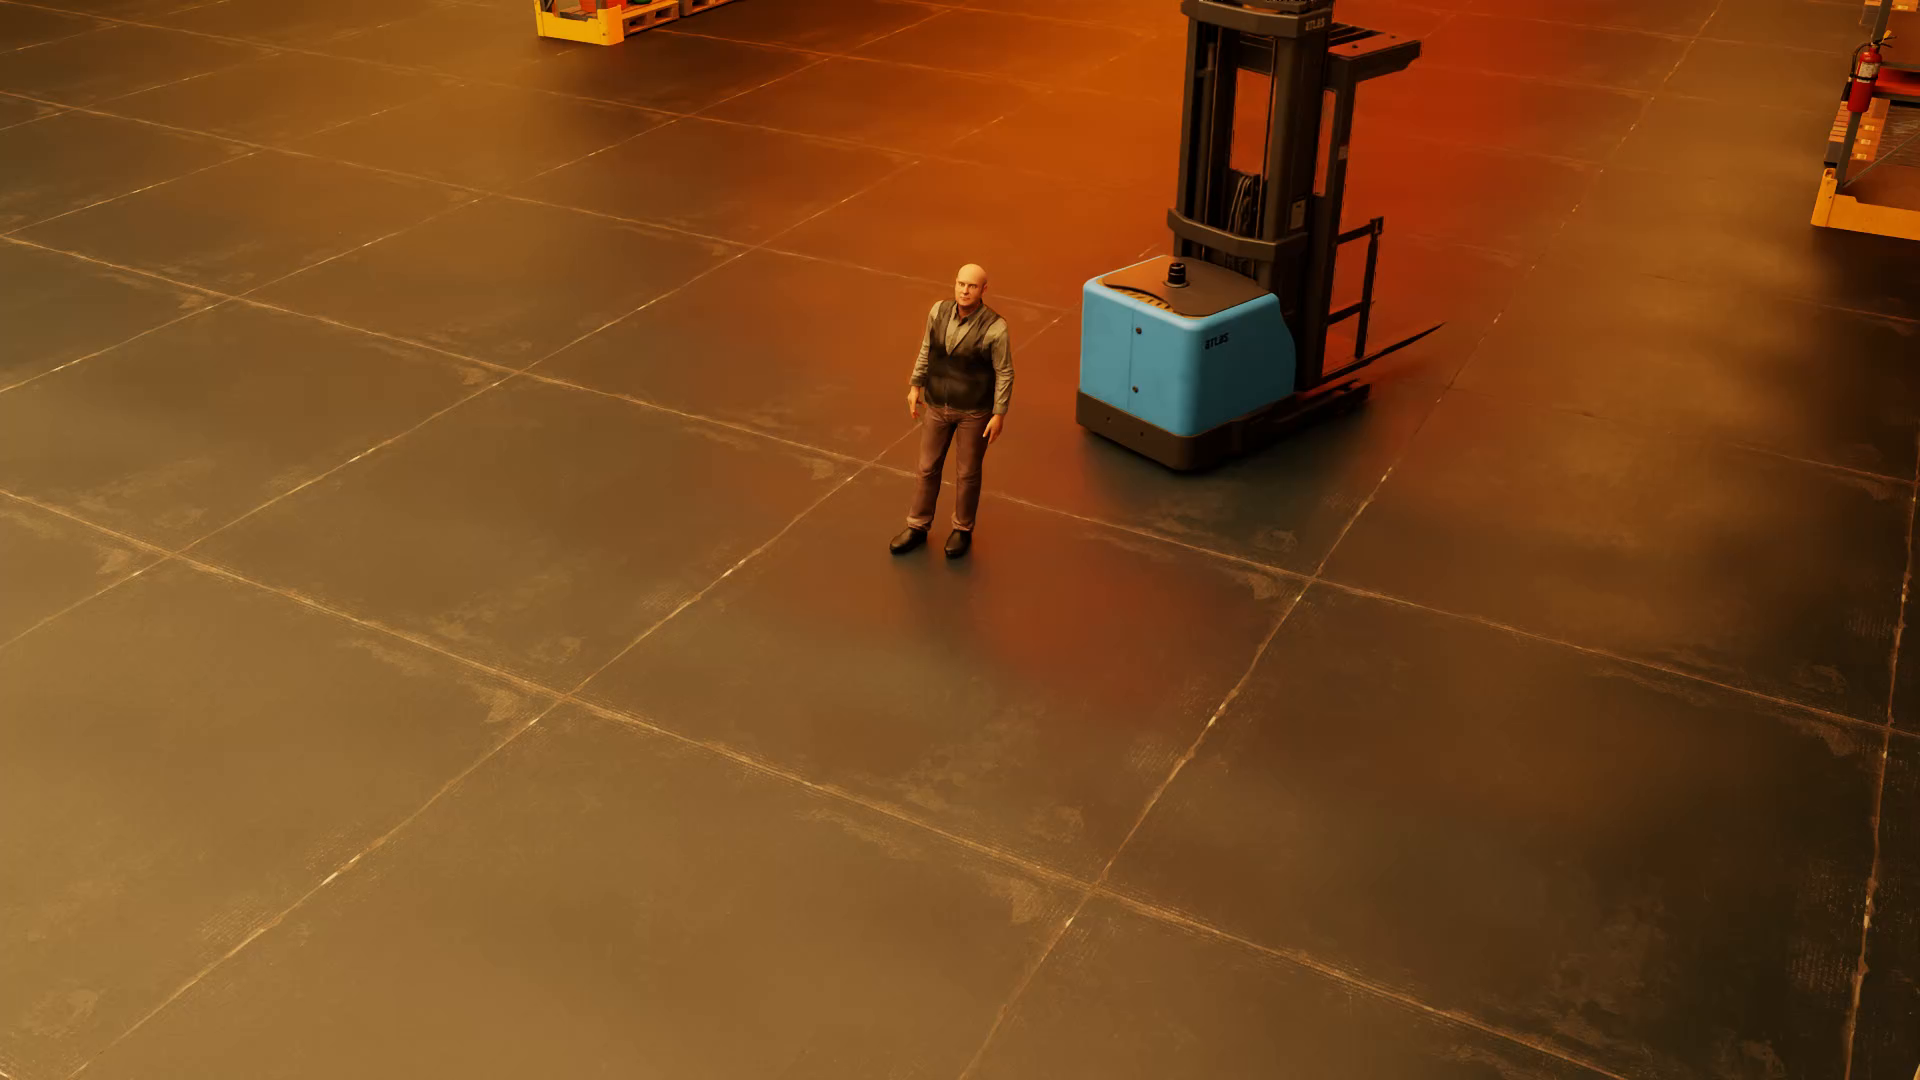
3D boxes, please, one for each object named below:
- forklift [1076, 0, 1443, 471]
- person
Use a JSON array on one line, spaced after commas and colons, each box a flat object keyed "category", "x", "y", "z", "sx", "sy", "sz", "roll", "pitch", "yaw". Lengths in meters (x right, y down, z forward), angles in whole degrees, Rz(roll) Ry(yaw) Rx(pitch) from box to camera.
[{"category": "forklift", "x": 2.228, "y": -2.320, "z": 11.090, "sx": 3.031, "sy": 2.935, "sz": 1.130, "roll": -23, "pitch": 37, "yaw": -35}, {"category": "person", "x": -0.037, "y": -0.727, "z": 9.526, "sx": 0.632, "sy": 1.720, "sz": 0.568, "roll": 15, "pitch": 33, "yaw": 25}]
